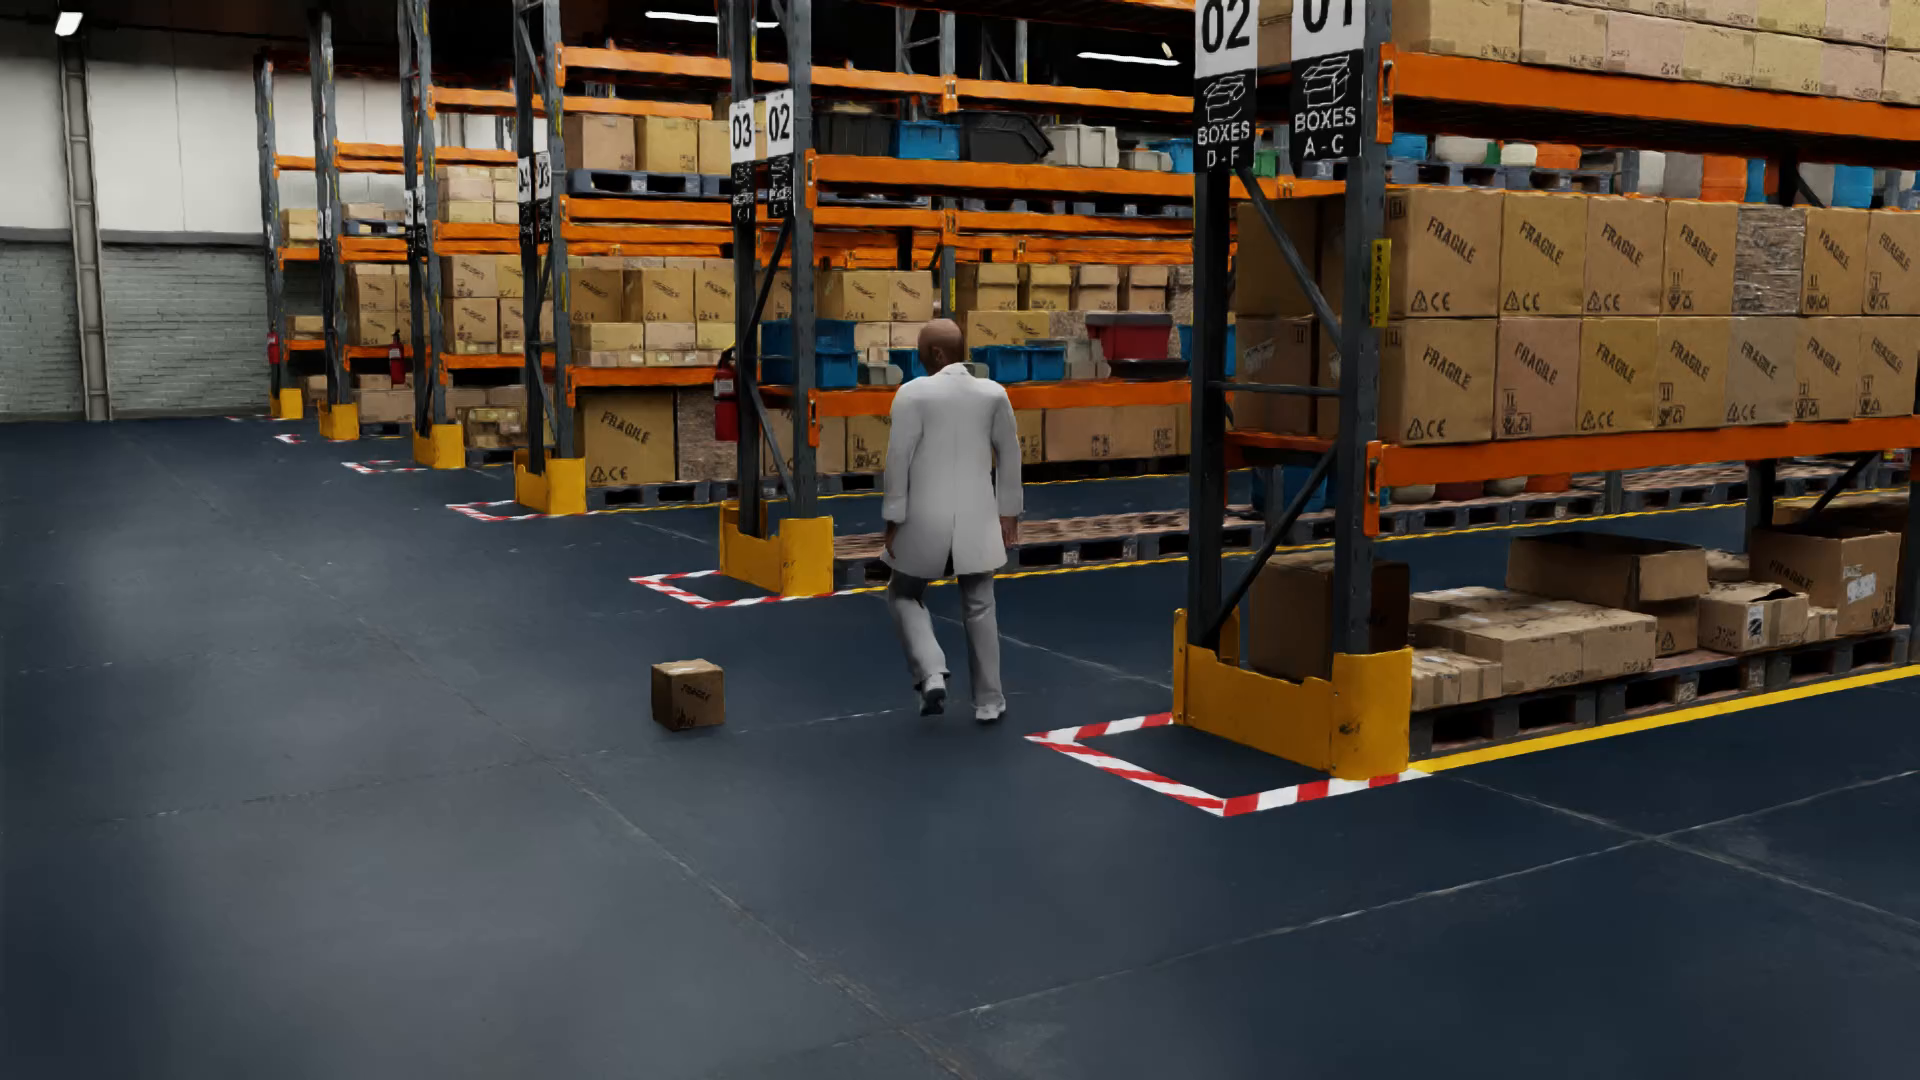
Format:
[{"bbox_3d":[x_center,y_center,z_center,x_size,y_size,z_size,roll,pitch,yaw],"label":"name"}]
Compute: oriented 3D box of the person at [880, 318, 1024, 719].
[{"bbox_3d":[-0.017,-0.078,7.288,0.669,1.779,0.533,-2,8,-13],"label":"person"}]
